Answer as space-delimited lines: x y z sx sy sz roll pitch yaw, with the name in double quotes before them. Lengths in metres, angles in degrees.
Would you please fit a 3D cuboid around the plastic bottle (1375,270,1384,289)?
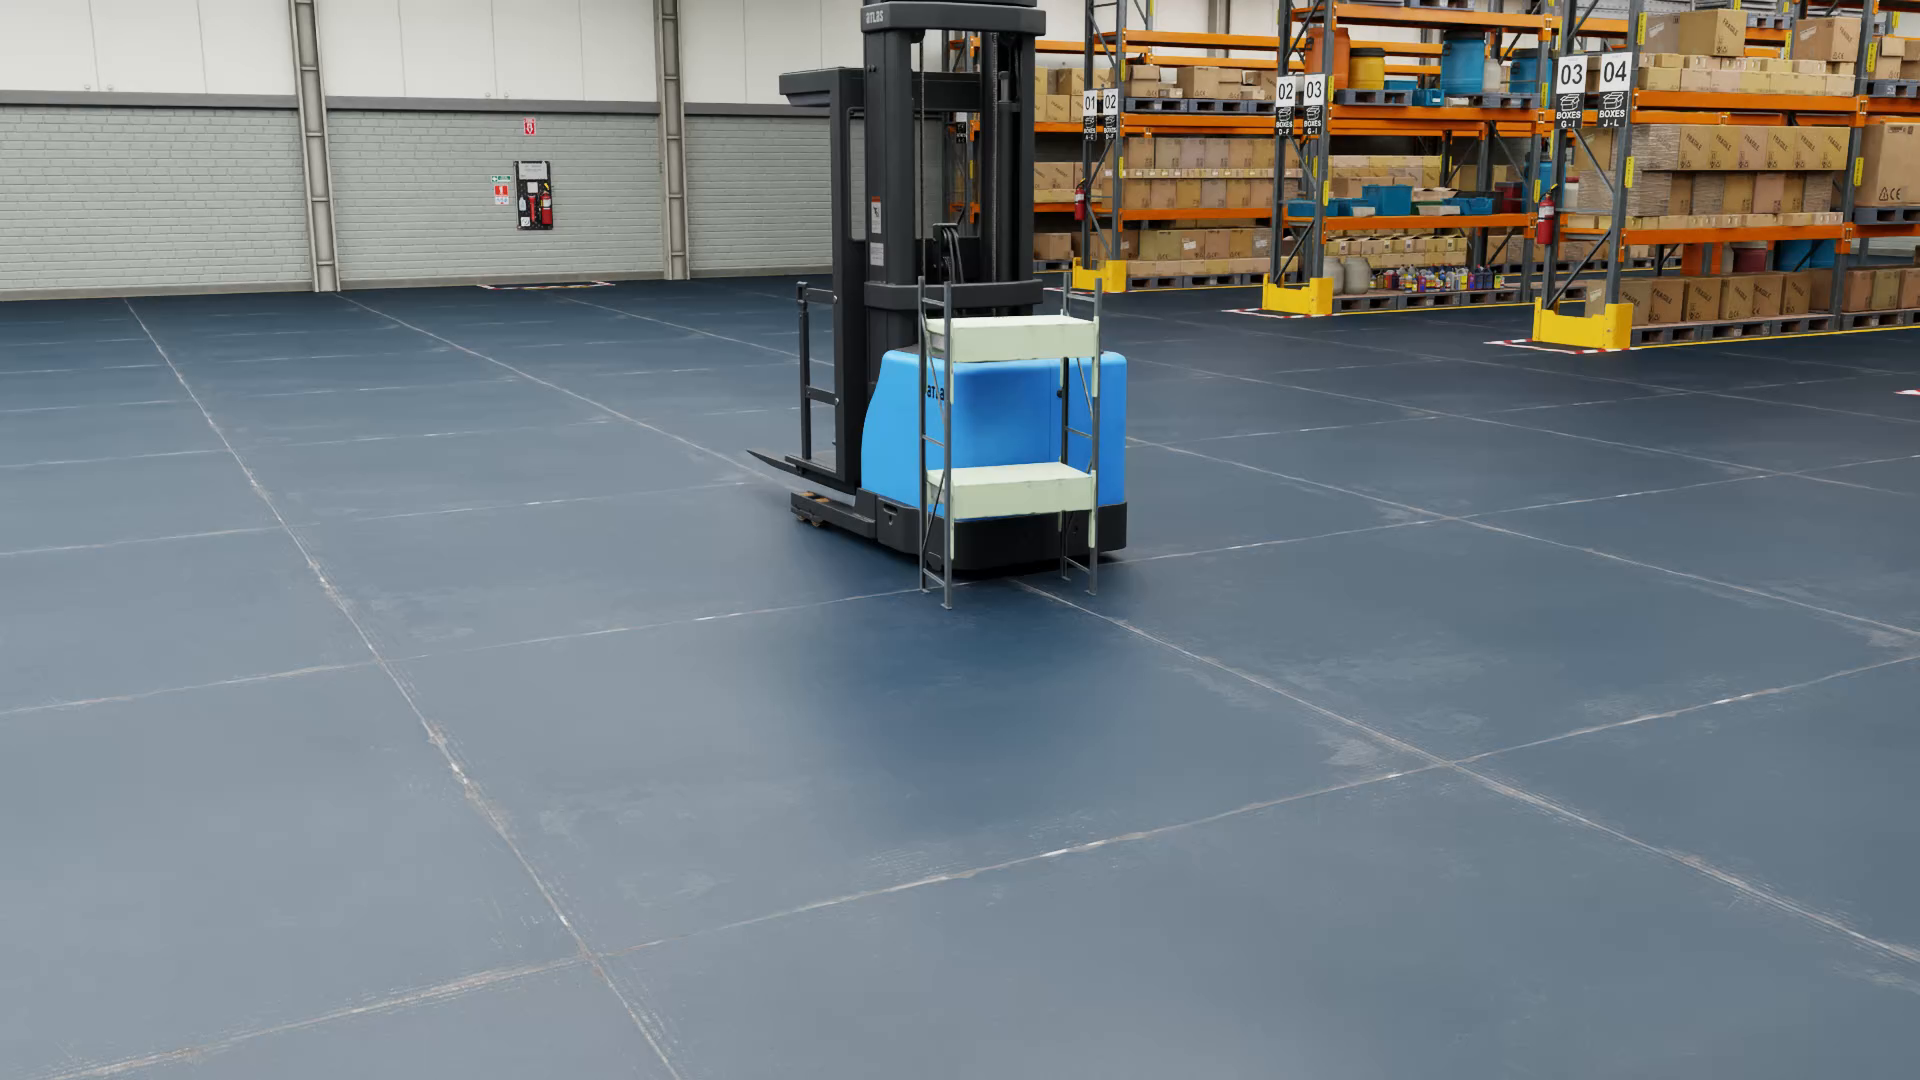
"plastic bottle" 6.187 -3.847 24.556 0.133 0.283 0.061 -6 14 -26

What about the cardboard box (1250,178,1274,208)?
"cardboard box" 4.985 -5.984 28.639 0.500 0.500 0.700 -7 14 -28

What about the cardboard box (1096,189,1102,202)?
"cardboard box" 2.743 -6.772 32.663 0.500 0.250 0.500 -7 14 -28

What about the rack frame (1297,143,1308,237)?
"rack frame" 6.966 -7.415 35.225 0.127 3.000 1.000 -7 14 -28

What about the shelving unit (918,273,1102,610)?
"shelving unit" 0.228 -0.478 7.816 0.755 1.500 0.431 -5 13 -19

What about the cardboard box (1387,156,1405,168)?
"cardboard box" 9.288 -8.201 36.060 0.500 0.250 0.500 -7 14 -27

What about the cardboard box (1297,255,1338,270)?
"cardboard box" 6.305 -4.898 29.347 0.500 0.250 0.500 -7 15 -29

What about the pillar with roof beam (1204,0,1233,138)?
"pillar with roof beam" 7.473 -9.542 31.013 0.400 9.000 9.100 -7 14 -28

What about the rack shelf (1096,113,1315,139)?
"rack shelf" 4.076 -6.942 27.930 4.000 0.370 1.077 -7 14 -28

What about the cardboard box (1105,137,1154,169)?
"cardboard box" 2.783 -6.353 27.324 0.500 0.500 0.700 -7 14 -28

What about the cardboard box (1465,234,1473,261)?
"cardboard box" 10.051 -5.599 31.849 0.500 0.500 0.500 -6 14 -26

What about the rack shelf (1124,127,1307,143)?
"rack shelf" 5.210 -8.317 34.040 4.000 0.370 1.077 -7 14 -28

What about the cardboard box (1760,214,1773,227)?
"cardboard box" 9.406 -3.807 19.764 0.250 0.149 0.380 -7 14 -28

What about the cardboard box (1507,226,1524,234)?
"cardboard box" 10.995 -6.080 32.279 0.500 0.250 0.500 -7 15 -29

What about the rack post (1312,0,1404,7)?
"rack post" 5.415 -7.402 22.643 0.954 0.300 0.937 -5 14 -22

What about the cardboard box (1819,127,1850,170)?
"cardboard box" 10.312 -4.712 20.031 0.500 0.500 0.500 -7 14 -28

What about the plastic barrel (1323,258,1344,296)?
"plastic barrel" 5.232 -3.739 23.602 0.421 0.512 0.421 0 13 0

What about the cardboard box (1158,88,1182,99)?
"cardboard box" 3.438 -7.323 27.281 0.250 0.149 0.380 -7 14 -28

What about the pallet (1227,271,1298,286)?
"pallet" 5.114 -4.604 29.085 1.213 0.211 1.003 -7 14 -28

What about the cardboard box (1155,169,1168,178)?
"cardboard box" 3.219 -6.038 27.403 0.250 0.149 0.380 -7 14 -28

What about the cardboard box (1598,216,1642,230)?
"cardboard box" 7.429 -3.571 18.717 0.250 0.149 0.380 -7 14 -28

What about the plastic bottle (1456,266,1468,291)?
"plastic bottle" 7.323 -3.830 24.326 0.185 0.351 0.144 -7 14 -28

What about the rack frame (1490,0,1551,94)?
"rack frame" 8.202 -8.012 24.213 0.127 3.000 1.000 -7 14 -28

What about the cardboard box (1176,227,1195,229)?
"cardboard box" 3.959 -5.122 28.637 0.500 0.500 0.500 -7 14 -28

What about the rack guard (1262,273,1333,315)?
"rack guard" 4.735 -3.462 23.352 0.348 0.500 1.175 -7 14 -28

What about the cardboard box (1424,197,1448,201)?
"cardboard box" 8.686 -6.190 30.356 0.250 0.149 0.380 -7 14 -28

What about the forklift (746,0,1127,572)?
"forklift" -0.318 -1.549 9.315 1.130 2.935 3.031 -7 15 -30

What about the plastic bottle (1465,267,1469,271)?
"plastic bottle" 7.712 -4.019 25.349 0.097 0.271 0.097 0 13 0

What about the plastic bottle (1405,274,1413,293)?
"plastic bottle" 6.432 -3.678 23.834 0.097 0.271 0.097 0 13 0

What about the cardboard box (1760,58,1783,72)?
"cardboard box" 9.274 -5.486 19.254 0.250 0.149 0.380 -6 14 -25

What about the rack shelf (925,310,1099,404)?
"rack shelf" 0.228 -0.858 7.730 0.720 0.370 0.431 -5 13 -19

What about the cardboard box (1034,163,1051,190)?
"cardboard box" 1.402 -6.971 31.842 0.500 0.500 0.500 -7 15 -30

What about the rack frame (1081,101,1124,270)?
"rack frame" 2.321 -5.619 27.245 0.127 3.000 1.000 -7 14 -28

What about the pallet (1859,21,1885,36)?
"pallet" 14.512 -8.473 27.604 1.213 0.211 1.003 -7 14 -28

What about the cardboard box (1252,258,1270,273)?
"cardboard box" 5.086 -4.762 28.742 0.500 0.250 0.500 -7 14 -28

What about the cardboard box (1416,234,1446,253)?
"cardboard box" 8.548 -5.439 30.475 0.500 0.311 0.500 -7 14 -29

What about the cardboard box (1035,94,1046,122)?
"cardboard box" 1.300 -8.187 31.552 0.500 0.500 0.500 -6 14 -25

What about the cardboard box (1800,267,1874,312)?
"cardboard box" 11.124 -3.186 21.125 0.500 0.500 0.700 -8 15 -32

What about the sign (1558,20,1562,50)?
"sign" 6.816 -5.714 18.819 0.005 0.325 0.100 -7 14 -28

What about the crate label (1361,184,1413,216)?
"crate label" 6.177 -4.927 24.090 0.616 0.435 0.502 -7 14 -28

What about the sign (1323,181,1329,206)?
"sign" 4.951 -4.693 22.498 0.005 0.325 0.100 -7 14 -28

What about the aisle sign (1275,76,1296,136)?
"aisle sign" 4.485 -5.982 22.937 0.004 0.787 0.394 -7 14 -28

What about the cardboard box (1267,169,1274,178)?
"cardboard box" 5.249 -6.282 28.484 0.250 0.149 0.380 -7 15 -30

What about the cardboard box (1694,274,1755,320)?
"cardboard box" 9.198 -2.939 20.074 0.500 0.500 0.500 -8 15 -33

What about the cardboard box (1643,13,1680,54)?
"cardboard box" 8.303 -5.823 19.274 0.500 0.500 0.500 -7 14 -28

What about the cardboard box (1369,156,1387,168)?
"cardboard box" 8.841 -8.147 35.821 0.500 0.250 0.500 -7 15 -29

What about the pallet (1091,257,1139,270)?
"pallet" 2.882 -5.556 33.317 1.213 0.211 1.003 -7 14 -28

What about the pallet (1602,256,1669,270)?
"pallet" 13.457 -5.593 33.481 1.213 0.211 1.003 -7 14 -28

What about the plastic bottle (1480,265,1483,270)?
"plastic bottle" 7.706 -3.912 24.690 0.185 0.351 0.144 -7 14 -28

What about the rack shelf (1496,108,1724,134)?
"rack shelf" 9.957 -6.408 25.556 4.000 0.370 1.077 -7 14 -28

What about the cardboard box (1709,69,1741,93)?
"cardboard box" 8.497 -5.207 18.926 0.500 0.250 0.500 -7 14 -28
